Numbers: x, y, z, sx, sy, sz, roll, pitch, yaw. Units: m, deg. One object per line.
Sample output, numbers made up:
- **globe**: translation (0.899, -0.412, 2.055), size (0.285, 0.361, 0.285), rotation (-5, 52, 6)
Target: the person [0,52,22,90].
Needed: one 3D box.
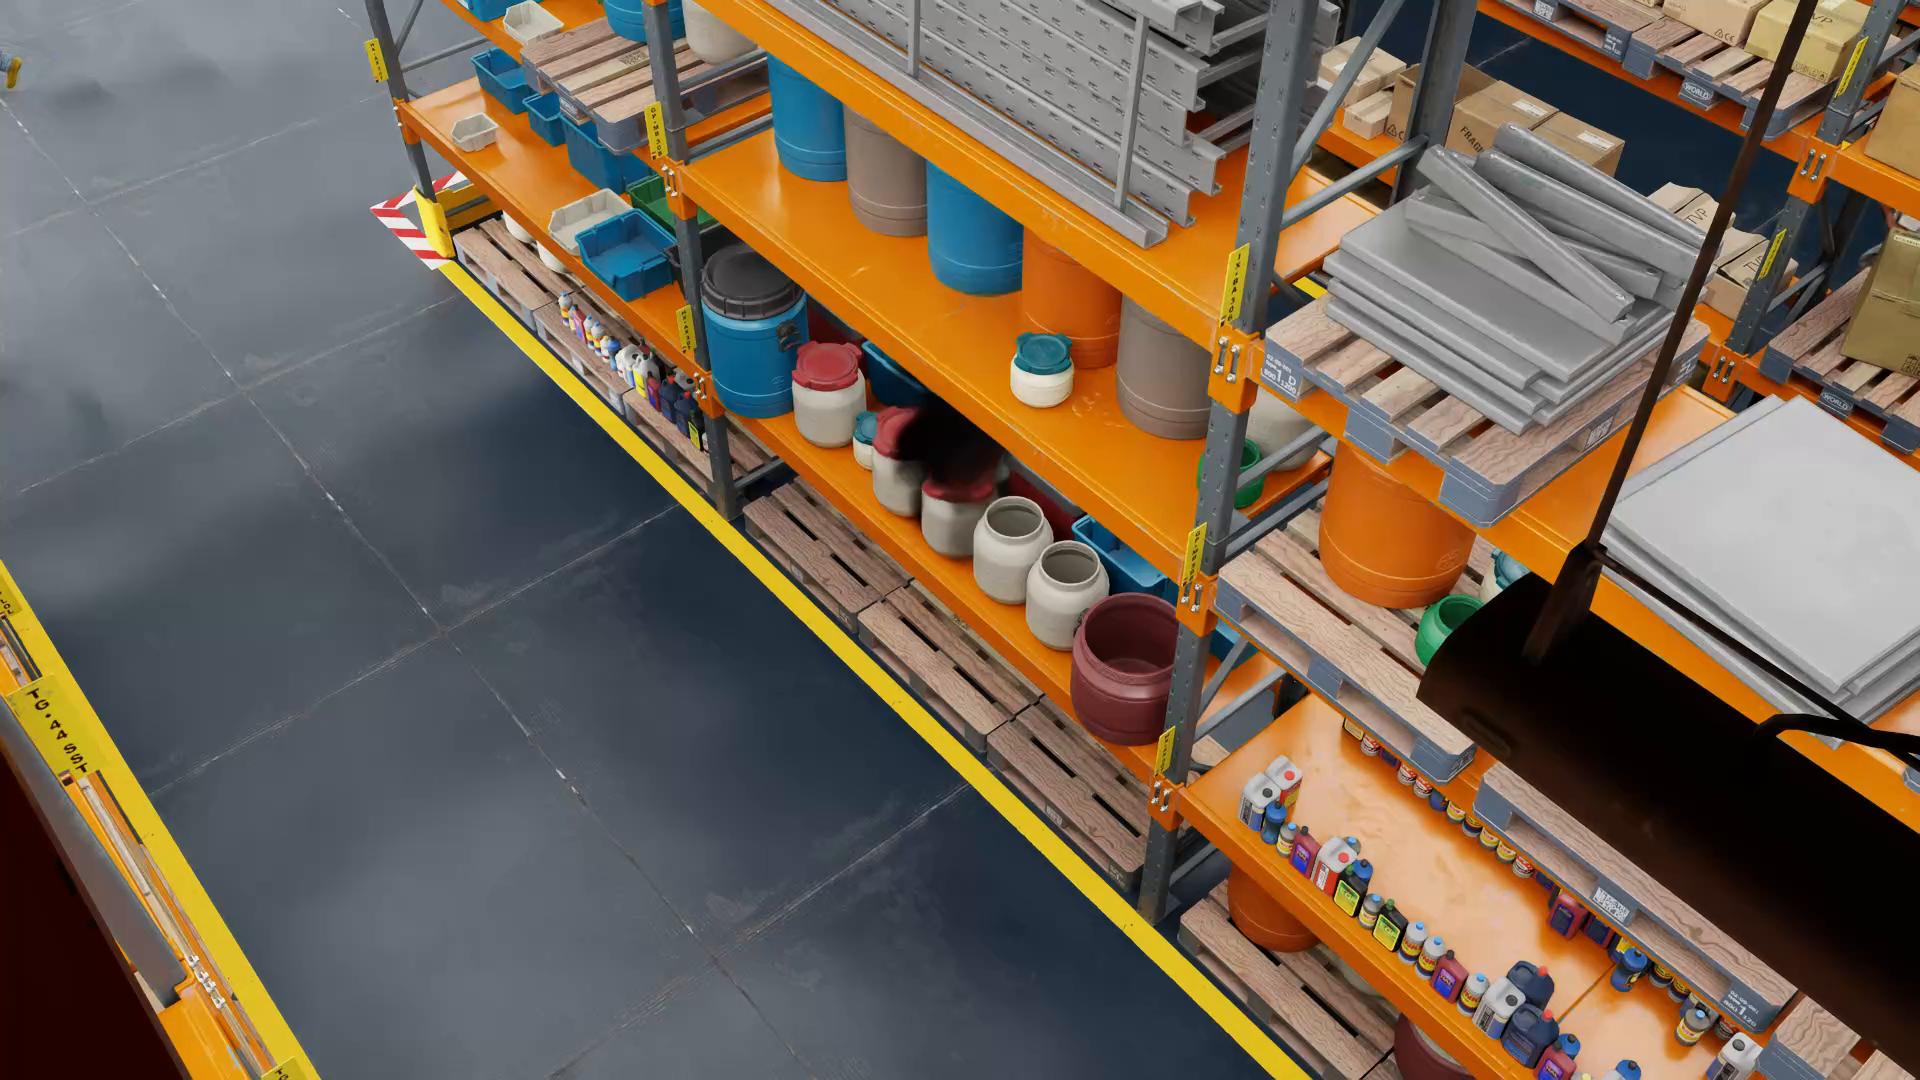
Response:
- **person**: translation (-8.578, -4.537, 14.101), size (0.771, 1.729, 0.709), rotation (-12, 48, -11)

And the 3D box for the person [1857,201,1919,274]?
- **person**: translation (6.695, -1.972, 11.673), size (0.677, 1.816, 0.778), rotation (-31, 54, -26)
